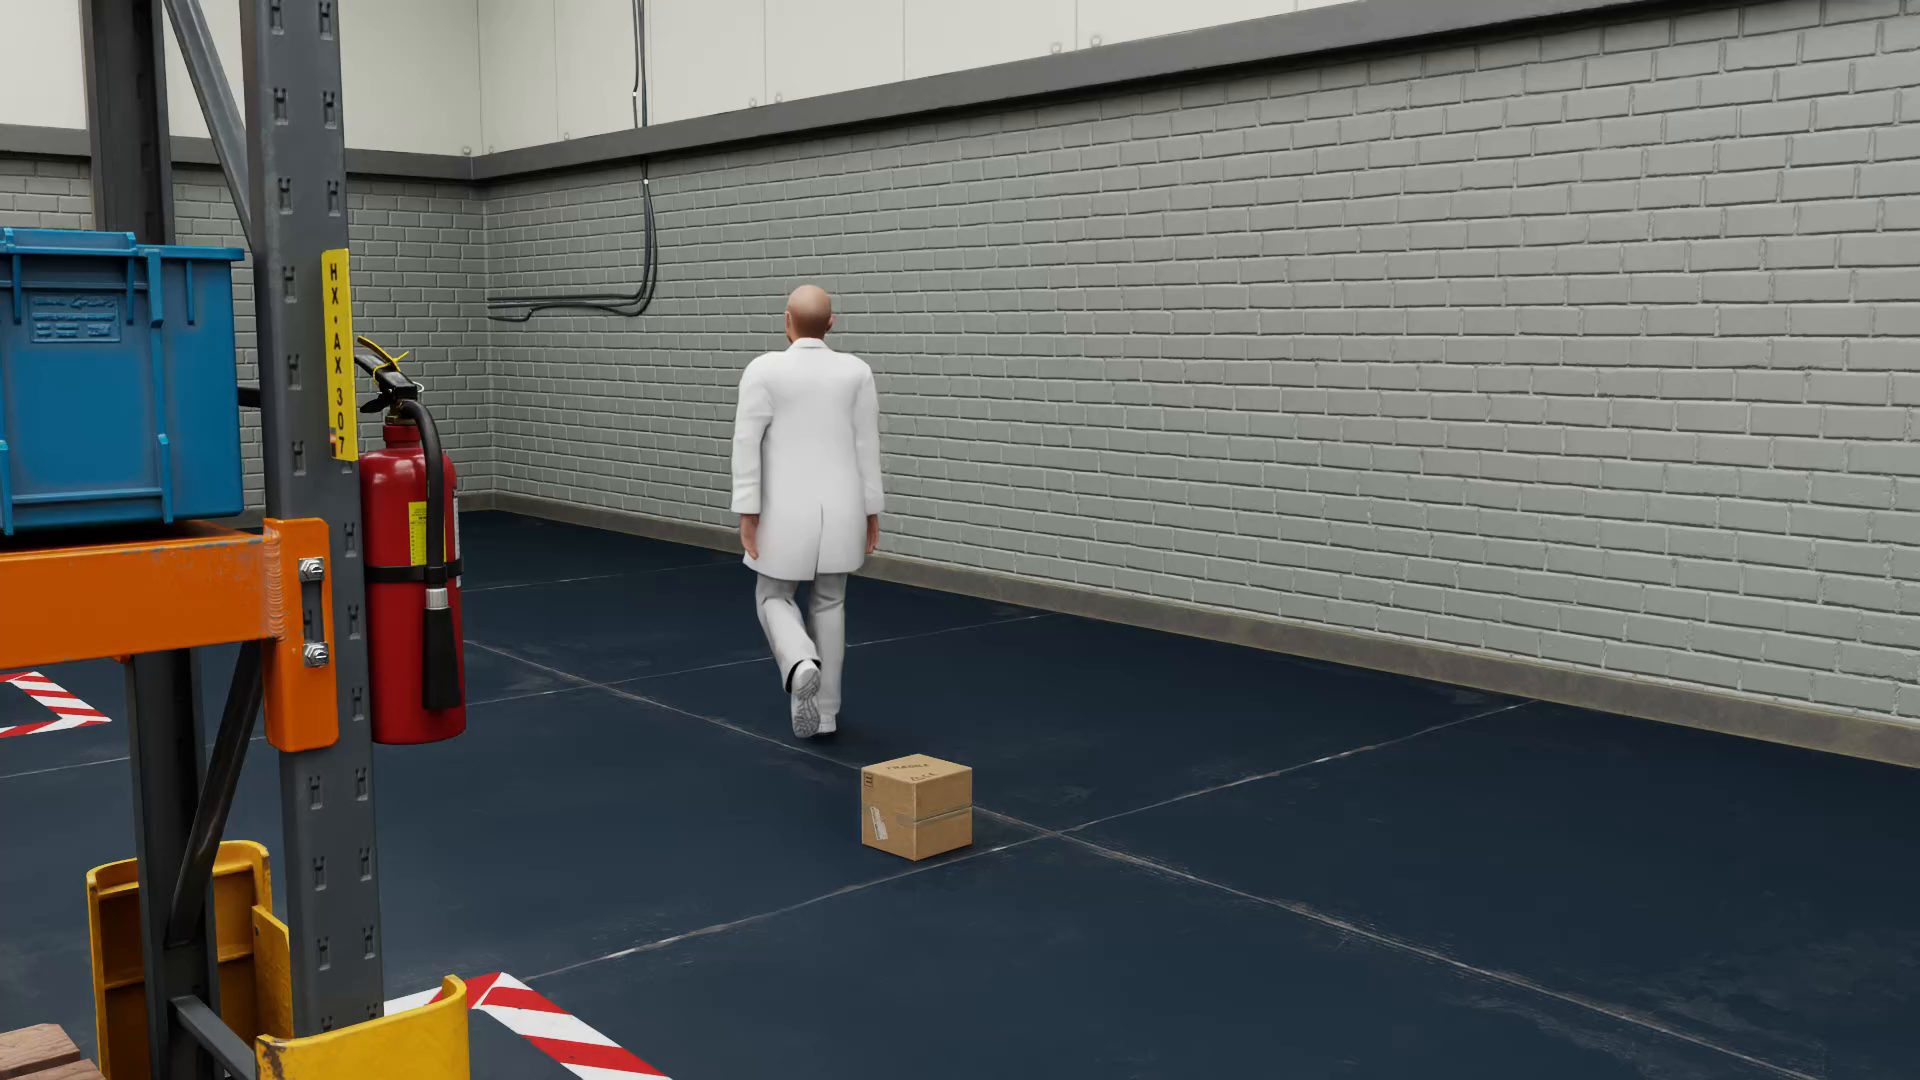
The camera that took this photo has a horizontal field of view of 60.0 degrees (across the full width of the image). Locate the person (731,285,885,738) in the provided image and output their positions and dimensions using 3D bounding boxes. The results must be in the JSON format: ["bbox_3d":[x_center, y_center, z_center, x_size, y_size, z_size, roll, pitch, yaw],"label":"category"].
[{"bbox_3d":[-0.584,-0.107,6.488,0.620,1.759,0.647,-2,8,-16],"label":"person"}]
